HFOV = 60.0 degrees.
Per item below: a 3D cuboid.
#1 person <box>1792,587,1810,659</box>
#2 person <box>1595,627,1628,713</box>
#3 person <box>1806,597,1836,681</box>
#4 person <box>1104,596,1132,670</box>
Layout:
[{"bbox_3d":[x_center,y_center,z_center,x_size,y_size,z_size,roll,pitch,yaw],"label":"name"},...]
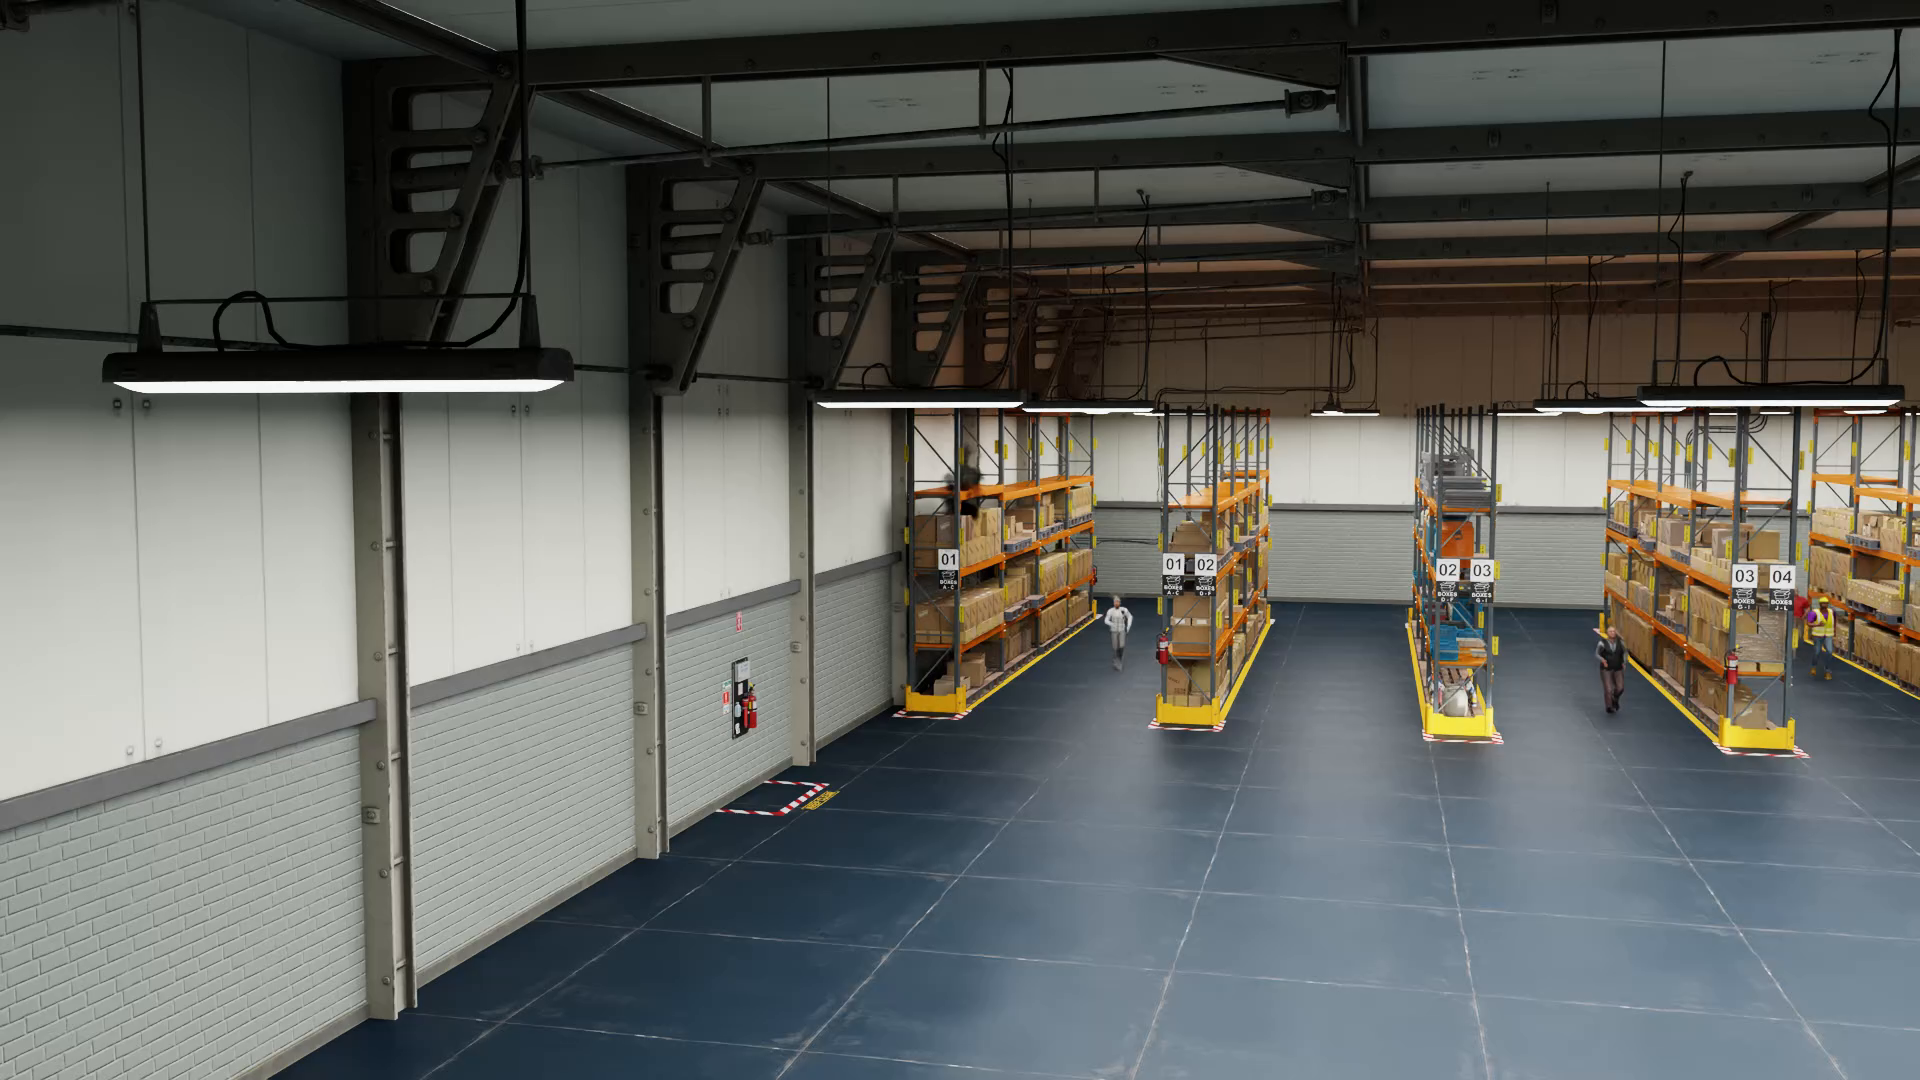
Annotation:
[{"bbox_3d":[20.072,1.976,39.978,0.656,1.719,0.740,1,4,19],"label":"person"},{"bbox_3d":[12.647,2.529,32.234,0.635,1.673,0.564,1,4,11],"label":"person"},{"bbox_3d":[19.030,2.165,36.722,0.689,1.841,0.797,1,4,12],"label":"person"},{"bbox_3d":[3.617,2.122,38.063,0.616,1.716,0.683,1,4,9],"label":"person"}]
